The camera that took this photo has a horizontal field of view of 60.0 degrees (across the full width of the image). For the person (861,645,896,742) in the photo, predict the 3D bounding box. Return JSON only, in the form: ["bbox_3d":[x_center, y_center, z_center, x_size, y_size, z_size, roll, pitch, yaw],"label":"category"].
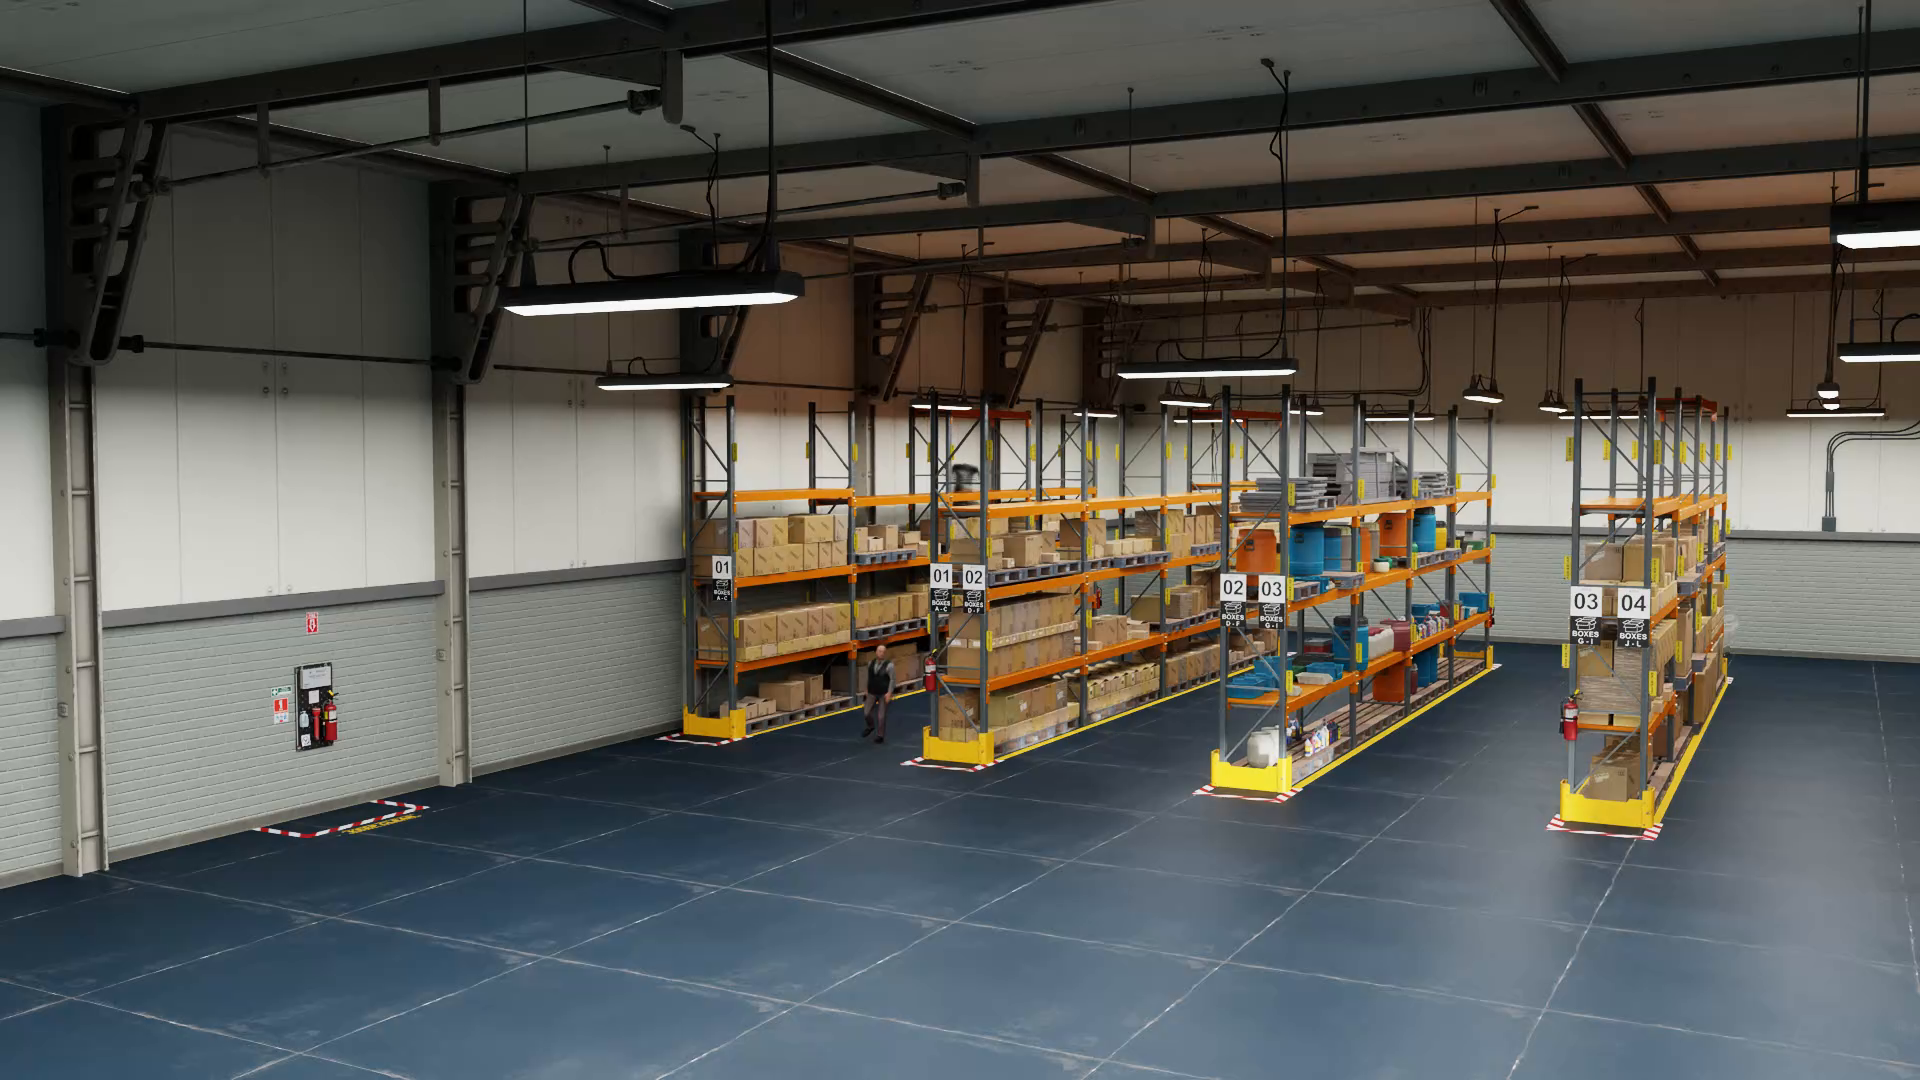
[{"bbox_3d":[-1.403,2.640,28.482,0.687,1.680,0.542,1,3,18],"label":"person"}]

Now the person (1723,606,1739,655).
[{"bbox_3d":[17.634,2.246,38.378,0.644,1.489,0.748,1,3,12],"label":"person"}]
